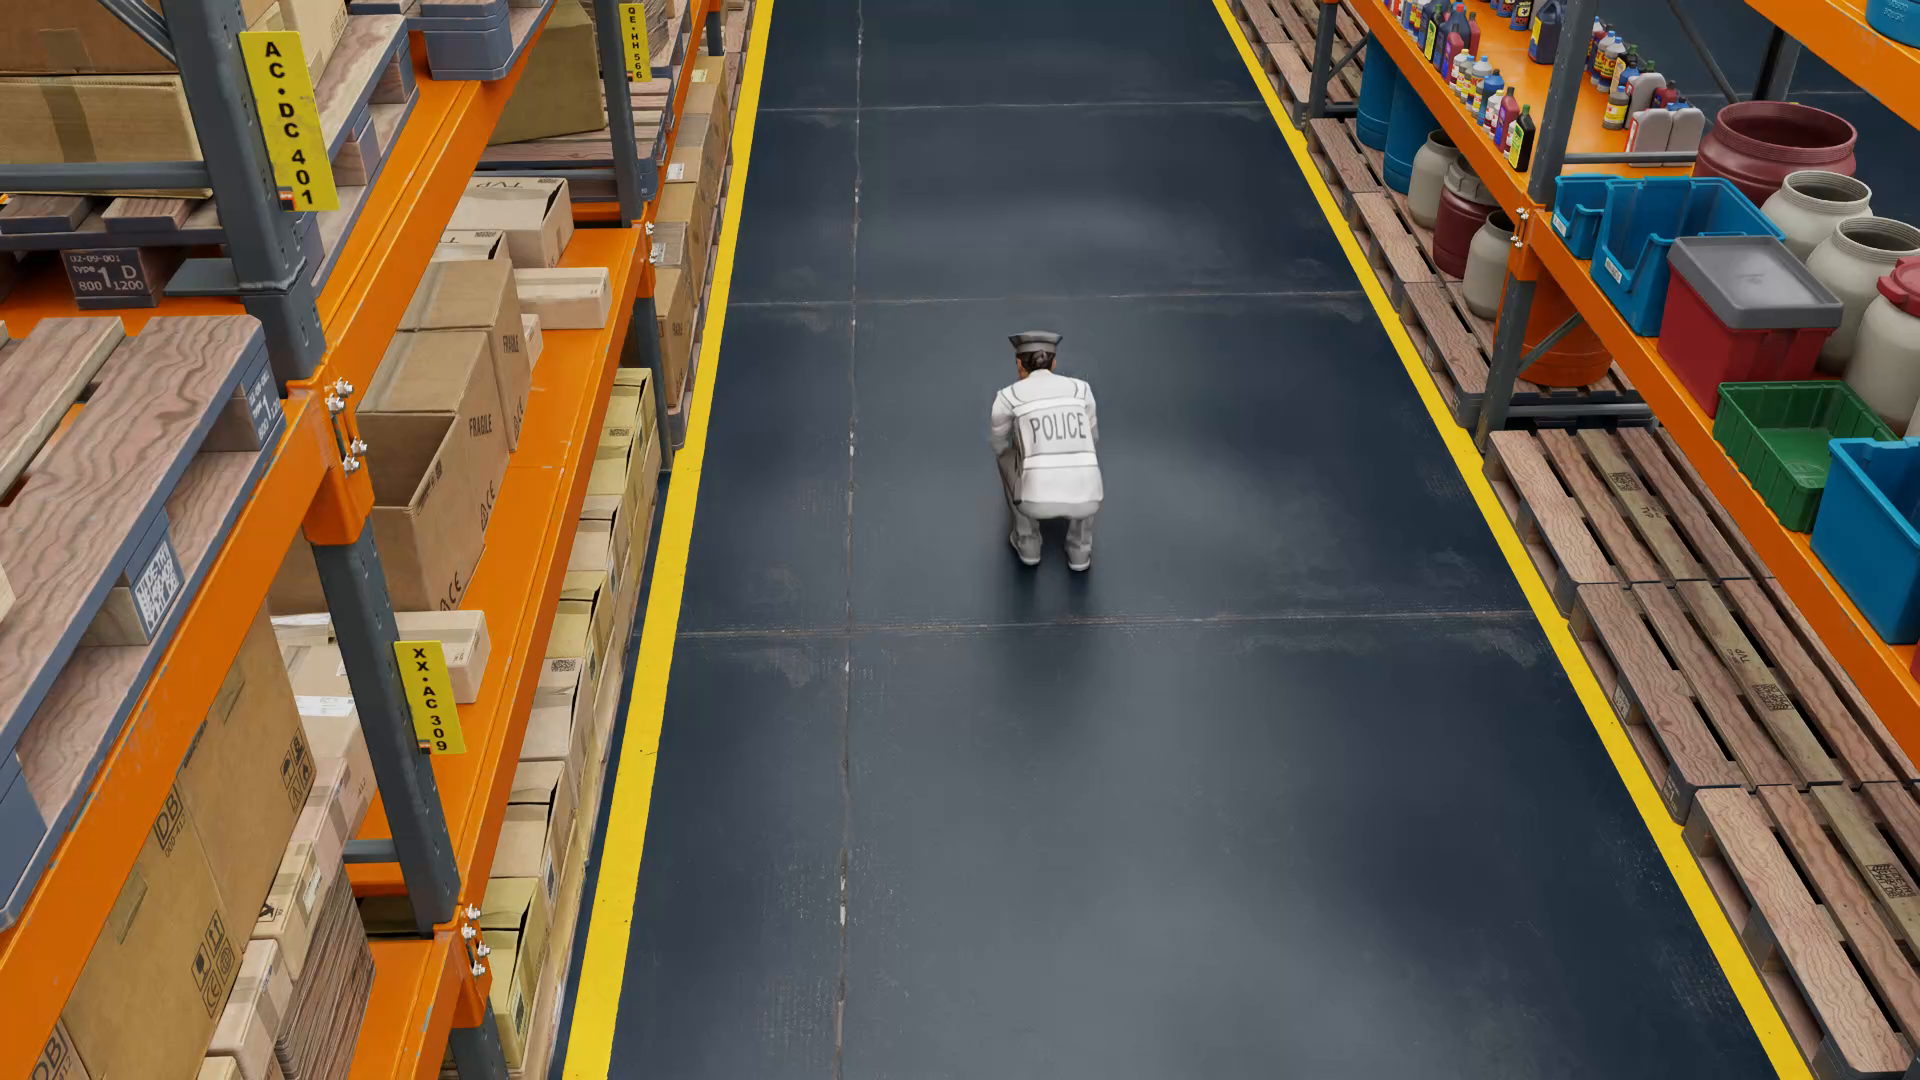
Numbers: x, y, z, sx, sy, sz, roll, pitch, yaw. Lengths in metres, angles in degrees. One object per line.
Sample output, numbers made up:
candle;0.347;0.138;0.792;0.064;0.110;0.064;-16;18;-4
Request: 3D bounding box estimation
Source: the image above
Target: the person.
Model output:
person;0.384;-0.391;7.308;0.495;0.964;0.825;-2;35;-2
